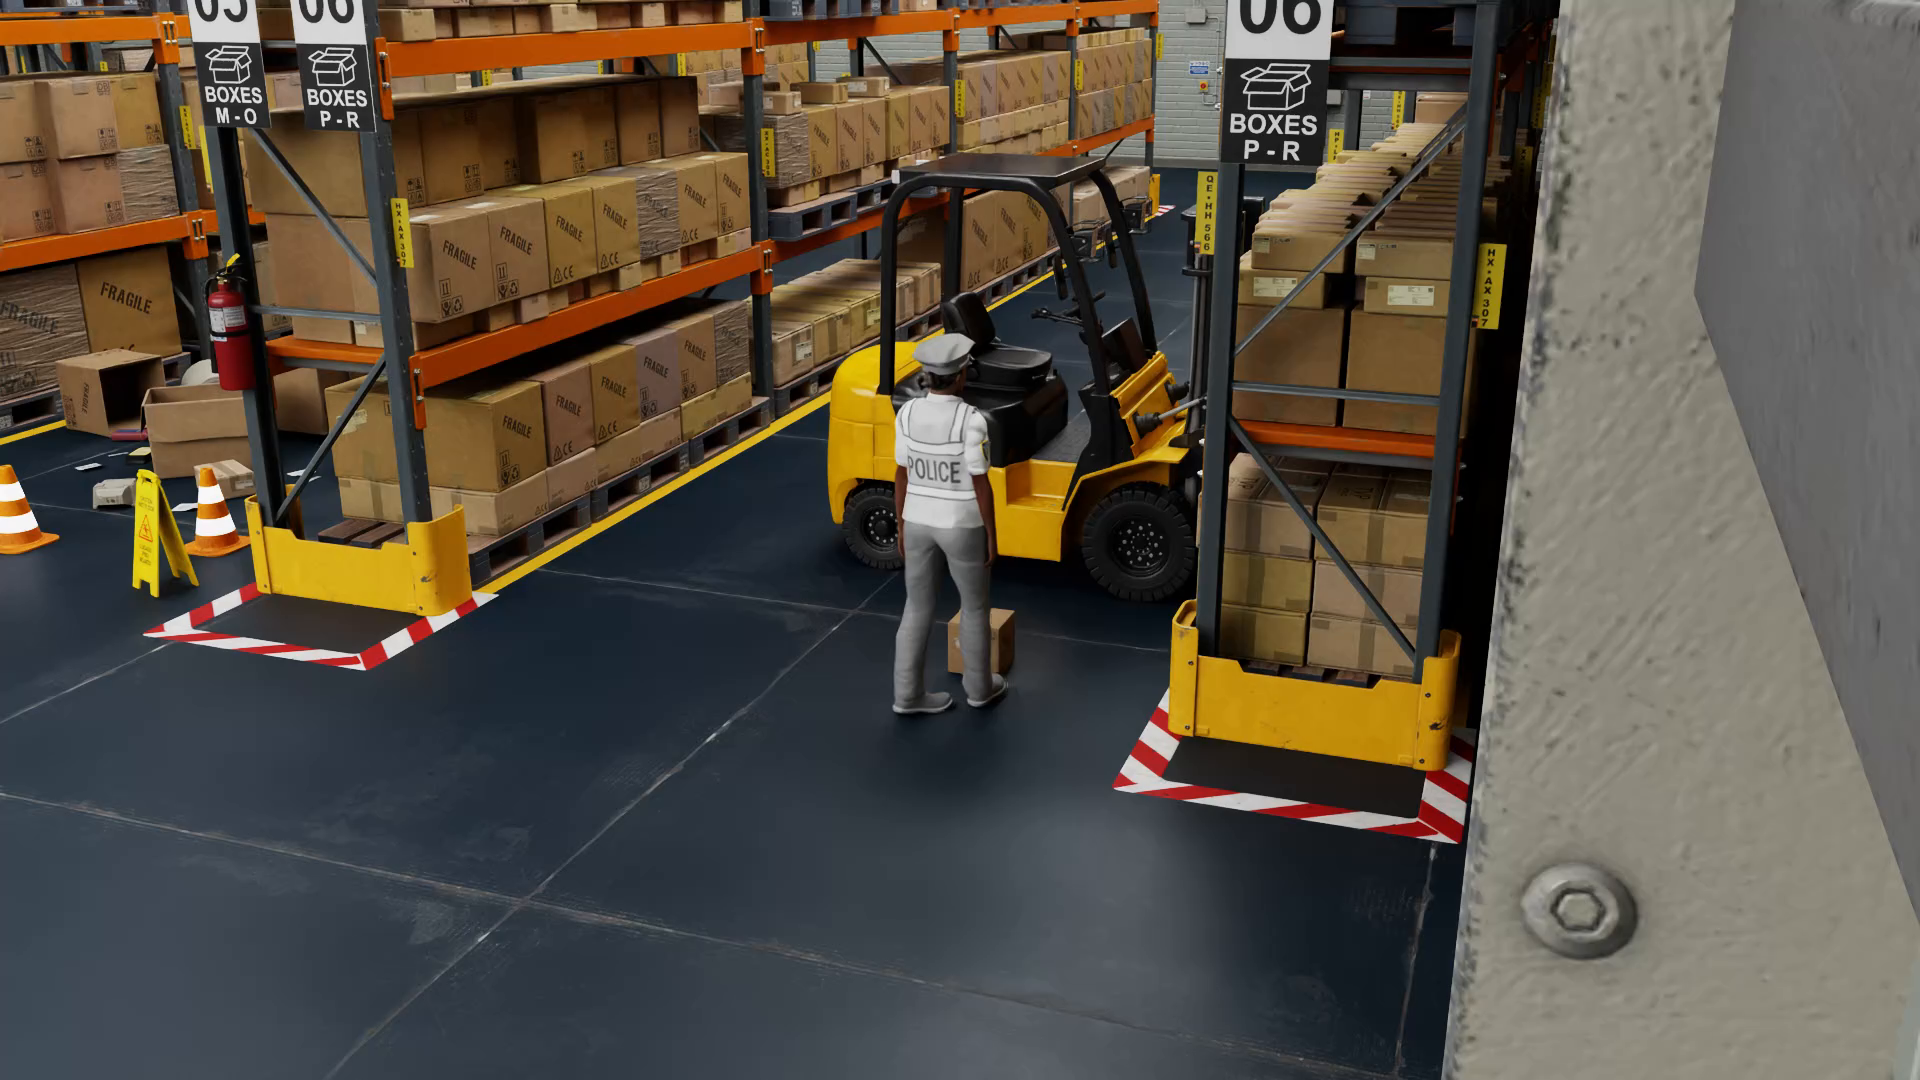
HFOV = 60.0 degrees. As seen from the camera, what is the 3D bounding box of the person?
[{"bbox_3d":[-0.032,-0.060,7.216,0.455,1.684,0.529,10,21,26],"label":"person"}]
